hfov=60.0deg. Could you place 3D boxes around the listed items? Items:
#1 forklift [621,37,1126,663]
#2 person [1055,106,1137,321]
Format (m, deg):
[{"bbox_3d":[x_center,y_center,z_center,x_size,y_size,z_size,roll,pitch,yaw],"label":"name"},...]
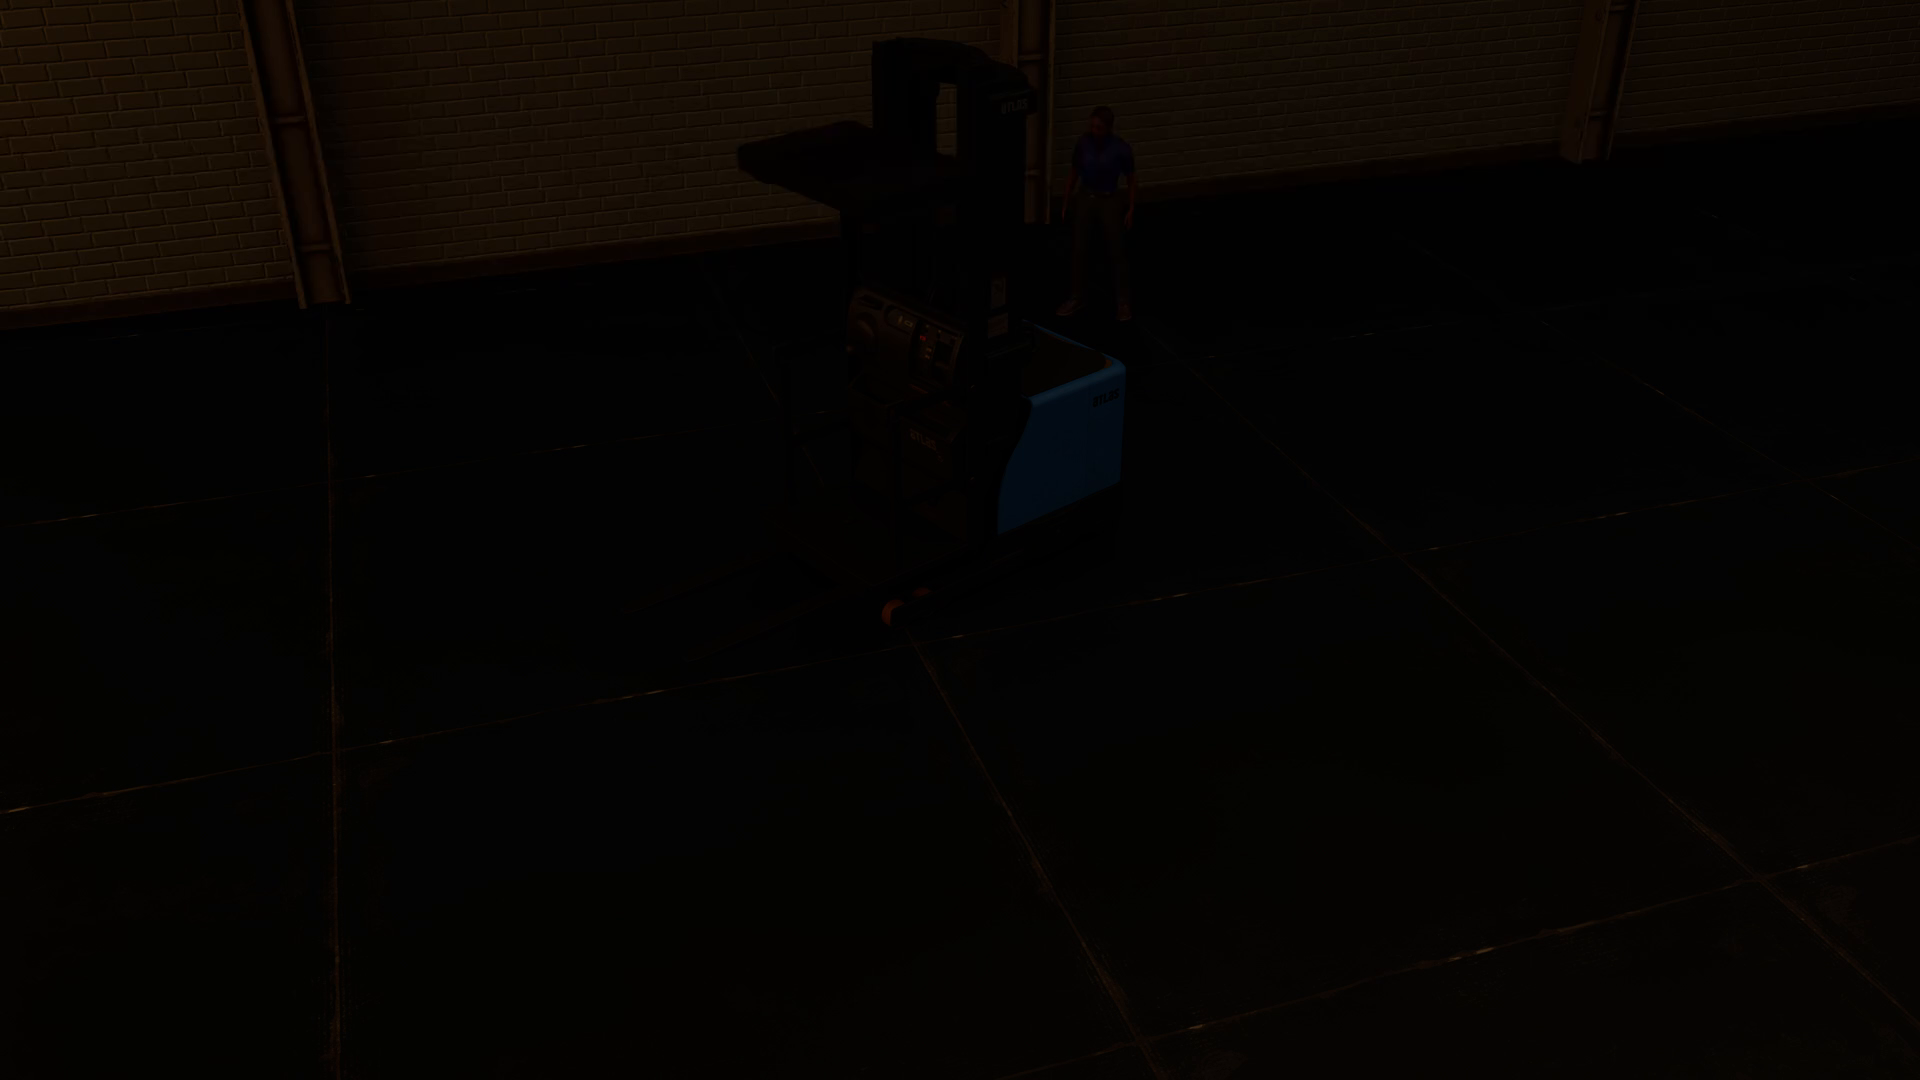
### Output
[{"bbox_3d":[-0.461,-1.072,8.951,3.031,2.935,1.130,-23,37,-34],"label":"forklift"},{"bbox_3d":[1.078,-2.525,12.761,0.611,1.660,0.406,11,32,19],"label":"person"}]
